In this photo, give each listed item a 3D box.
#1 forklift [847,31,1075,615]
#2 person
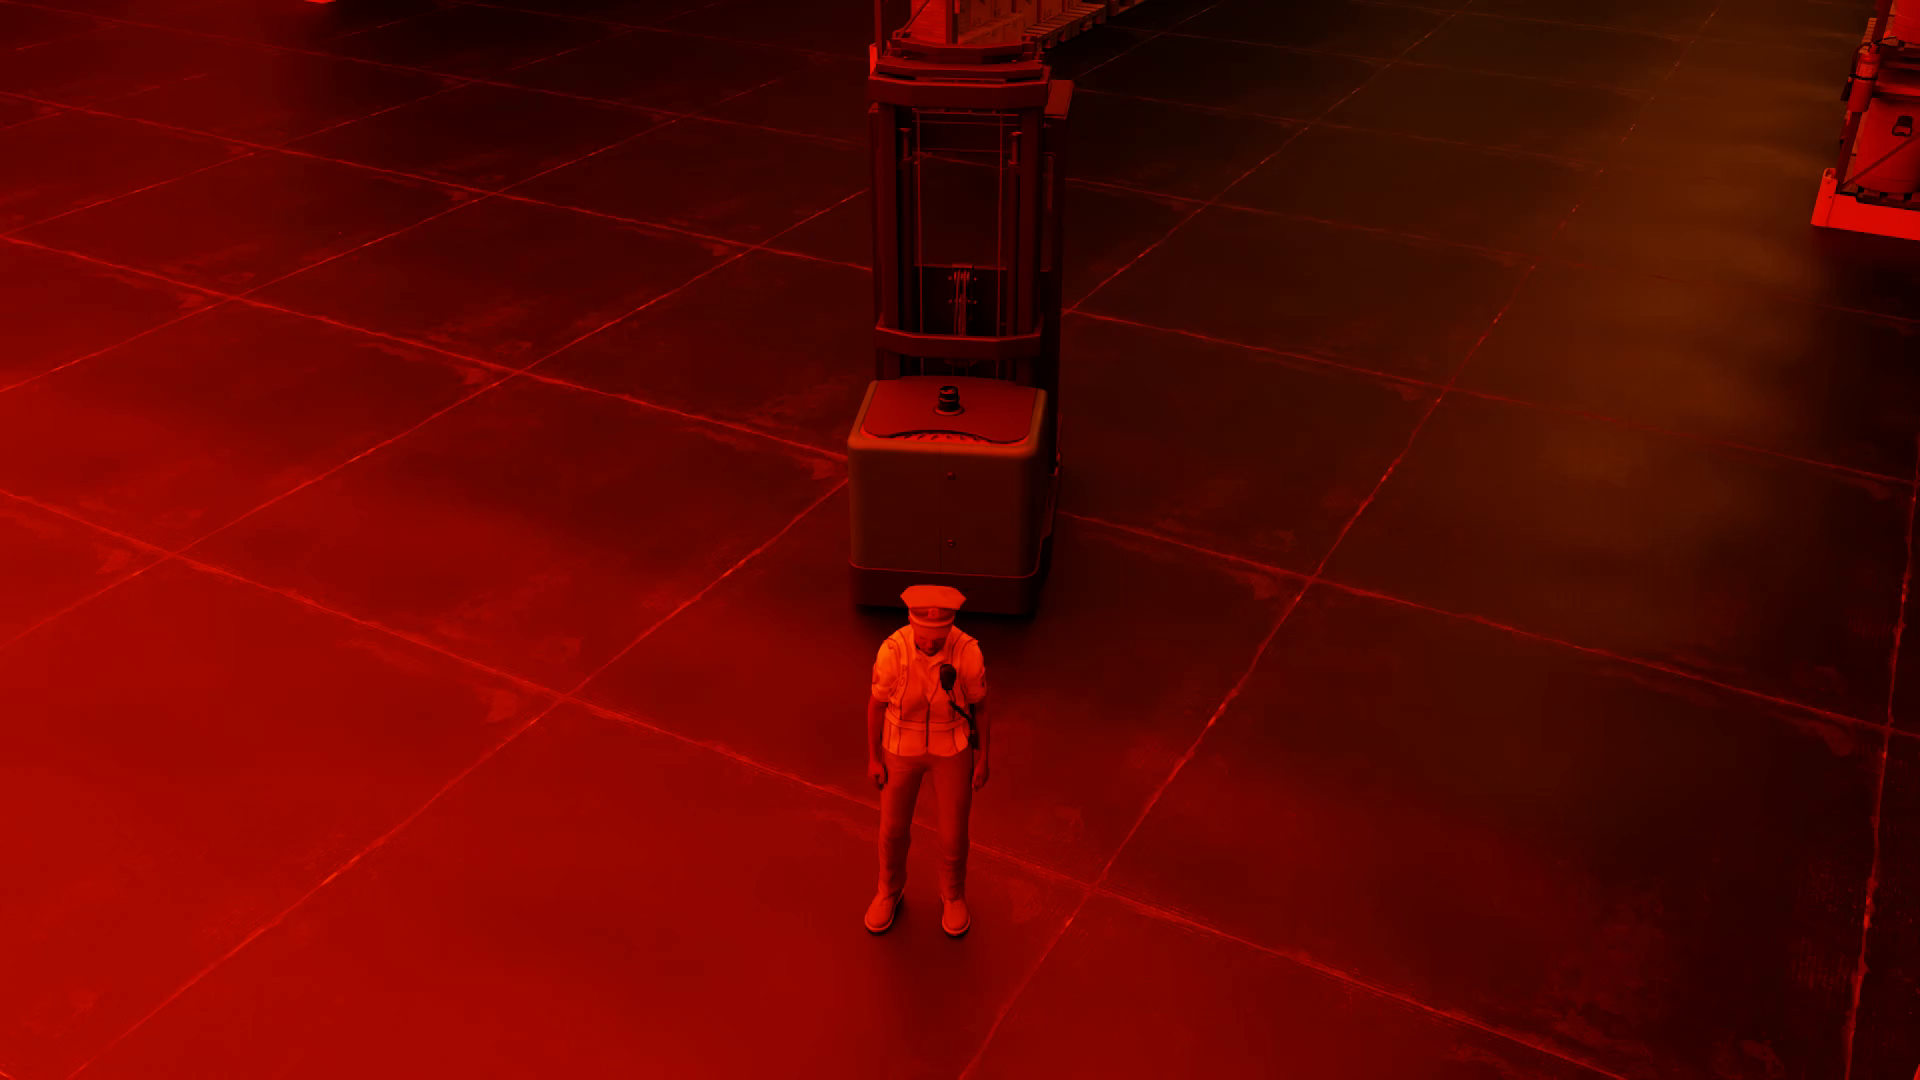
[{"bbox_3d":[0.072,-1.572,9.794,1.130,2.935,3.031,3,30,6],"label":"forklift"},{"bbox_3d":[-0.141,0.885,6.810,0.532,1.661,0.391,1,30,1],"label":"person"}]
